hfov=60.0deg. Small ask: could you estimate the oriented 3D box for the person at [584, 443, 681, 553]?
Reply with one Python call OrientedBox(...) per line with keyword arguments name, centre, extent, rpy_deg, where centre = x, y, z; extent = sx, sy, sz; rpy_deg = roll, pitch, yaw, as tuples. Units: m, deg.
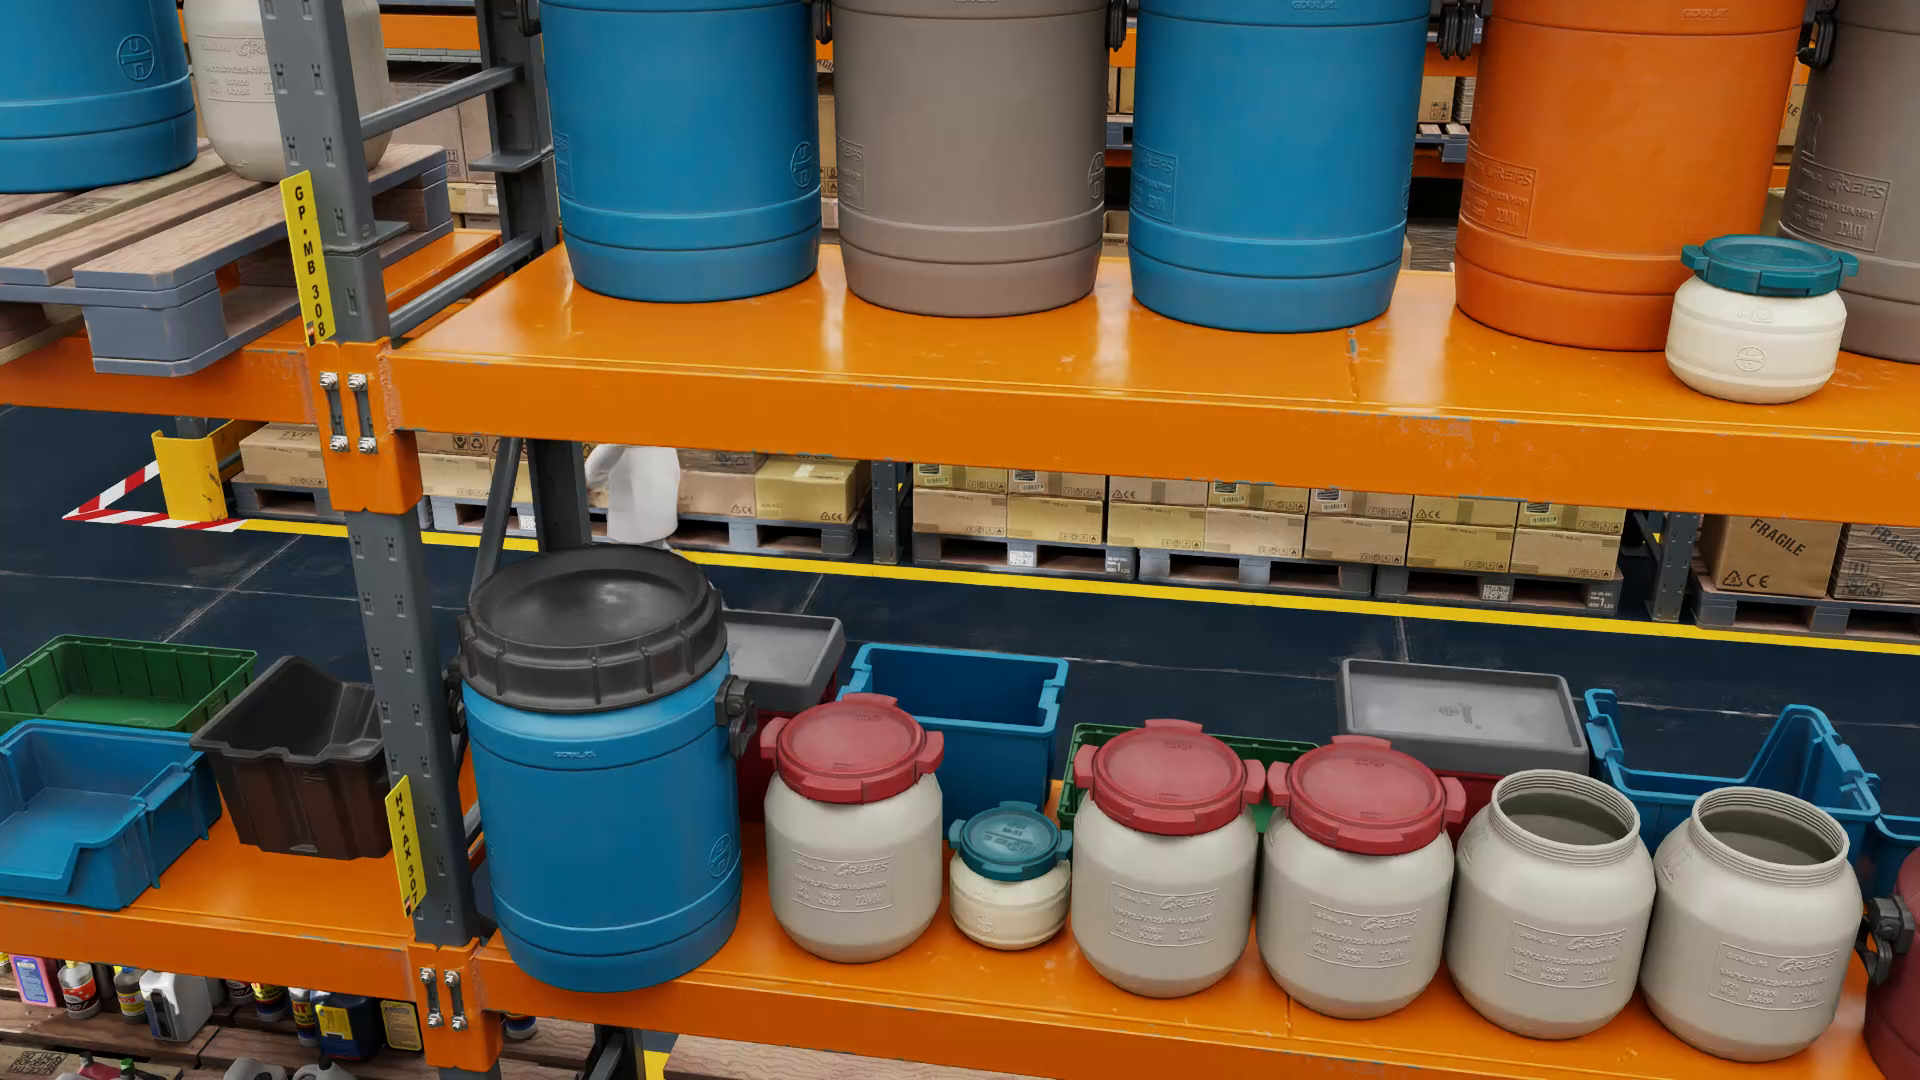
OrientedBox(name="person", centre=(-1.481, -0.299, 7.847), extent=(0.637, 1.708, 0.738), rpy_deg=(3, 25, 6))
